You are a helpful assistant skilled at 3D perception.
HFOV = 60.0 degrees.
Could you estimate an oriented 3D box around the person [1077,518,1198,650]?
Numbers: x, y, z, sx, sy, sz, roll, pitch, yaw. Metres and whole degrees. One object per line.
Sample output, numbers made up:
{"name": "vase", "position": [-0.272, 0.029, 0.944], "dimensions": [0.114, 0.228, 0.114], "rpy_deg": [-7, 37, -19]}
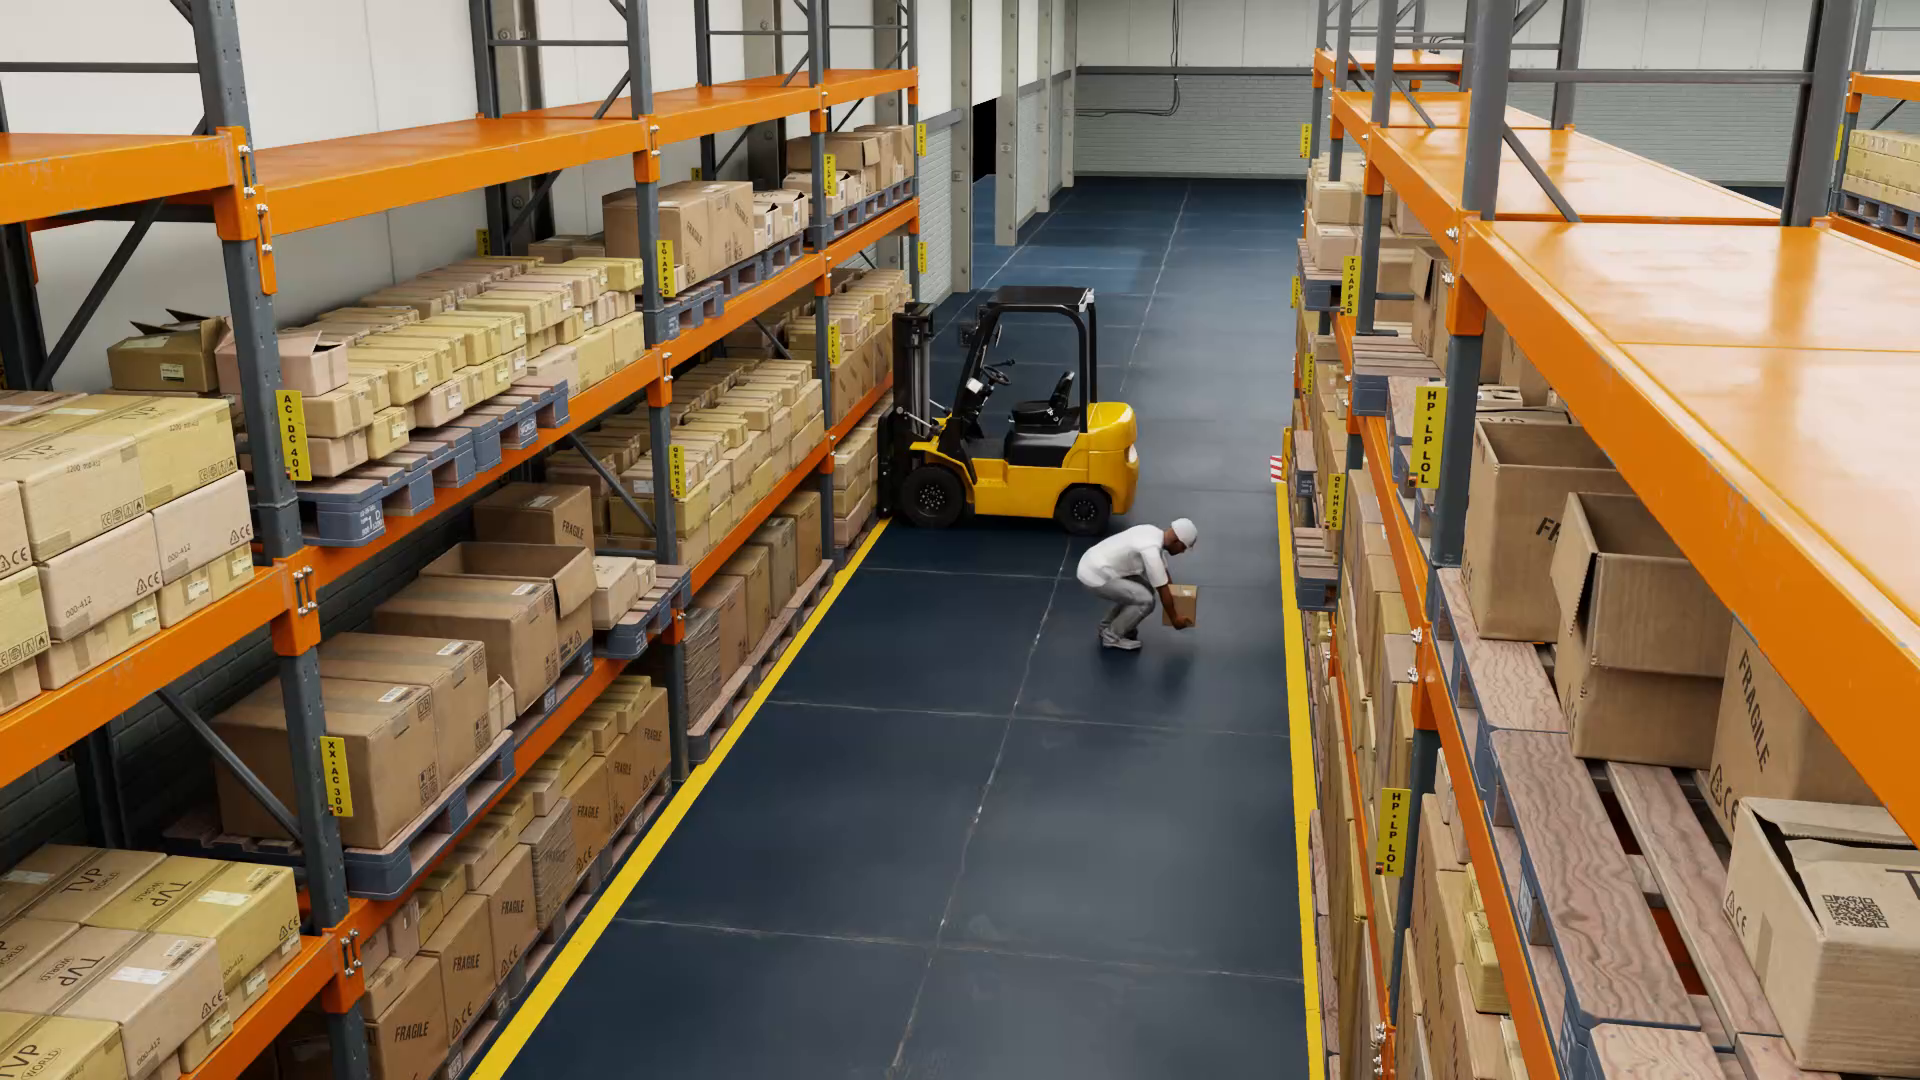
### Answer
{"name": "person", "position": [1.355, 0.312, 12.789], "dimensions": [0.911, 1.010, 0.534], "rpy_deg": [2, 18, 7]}
